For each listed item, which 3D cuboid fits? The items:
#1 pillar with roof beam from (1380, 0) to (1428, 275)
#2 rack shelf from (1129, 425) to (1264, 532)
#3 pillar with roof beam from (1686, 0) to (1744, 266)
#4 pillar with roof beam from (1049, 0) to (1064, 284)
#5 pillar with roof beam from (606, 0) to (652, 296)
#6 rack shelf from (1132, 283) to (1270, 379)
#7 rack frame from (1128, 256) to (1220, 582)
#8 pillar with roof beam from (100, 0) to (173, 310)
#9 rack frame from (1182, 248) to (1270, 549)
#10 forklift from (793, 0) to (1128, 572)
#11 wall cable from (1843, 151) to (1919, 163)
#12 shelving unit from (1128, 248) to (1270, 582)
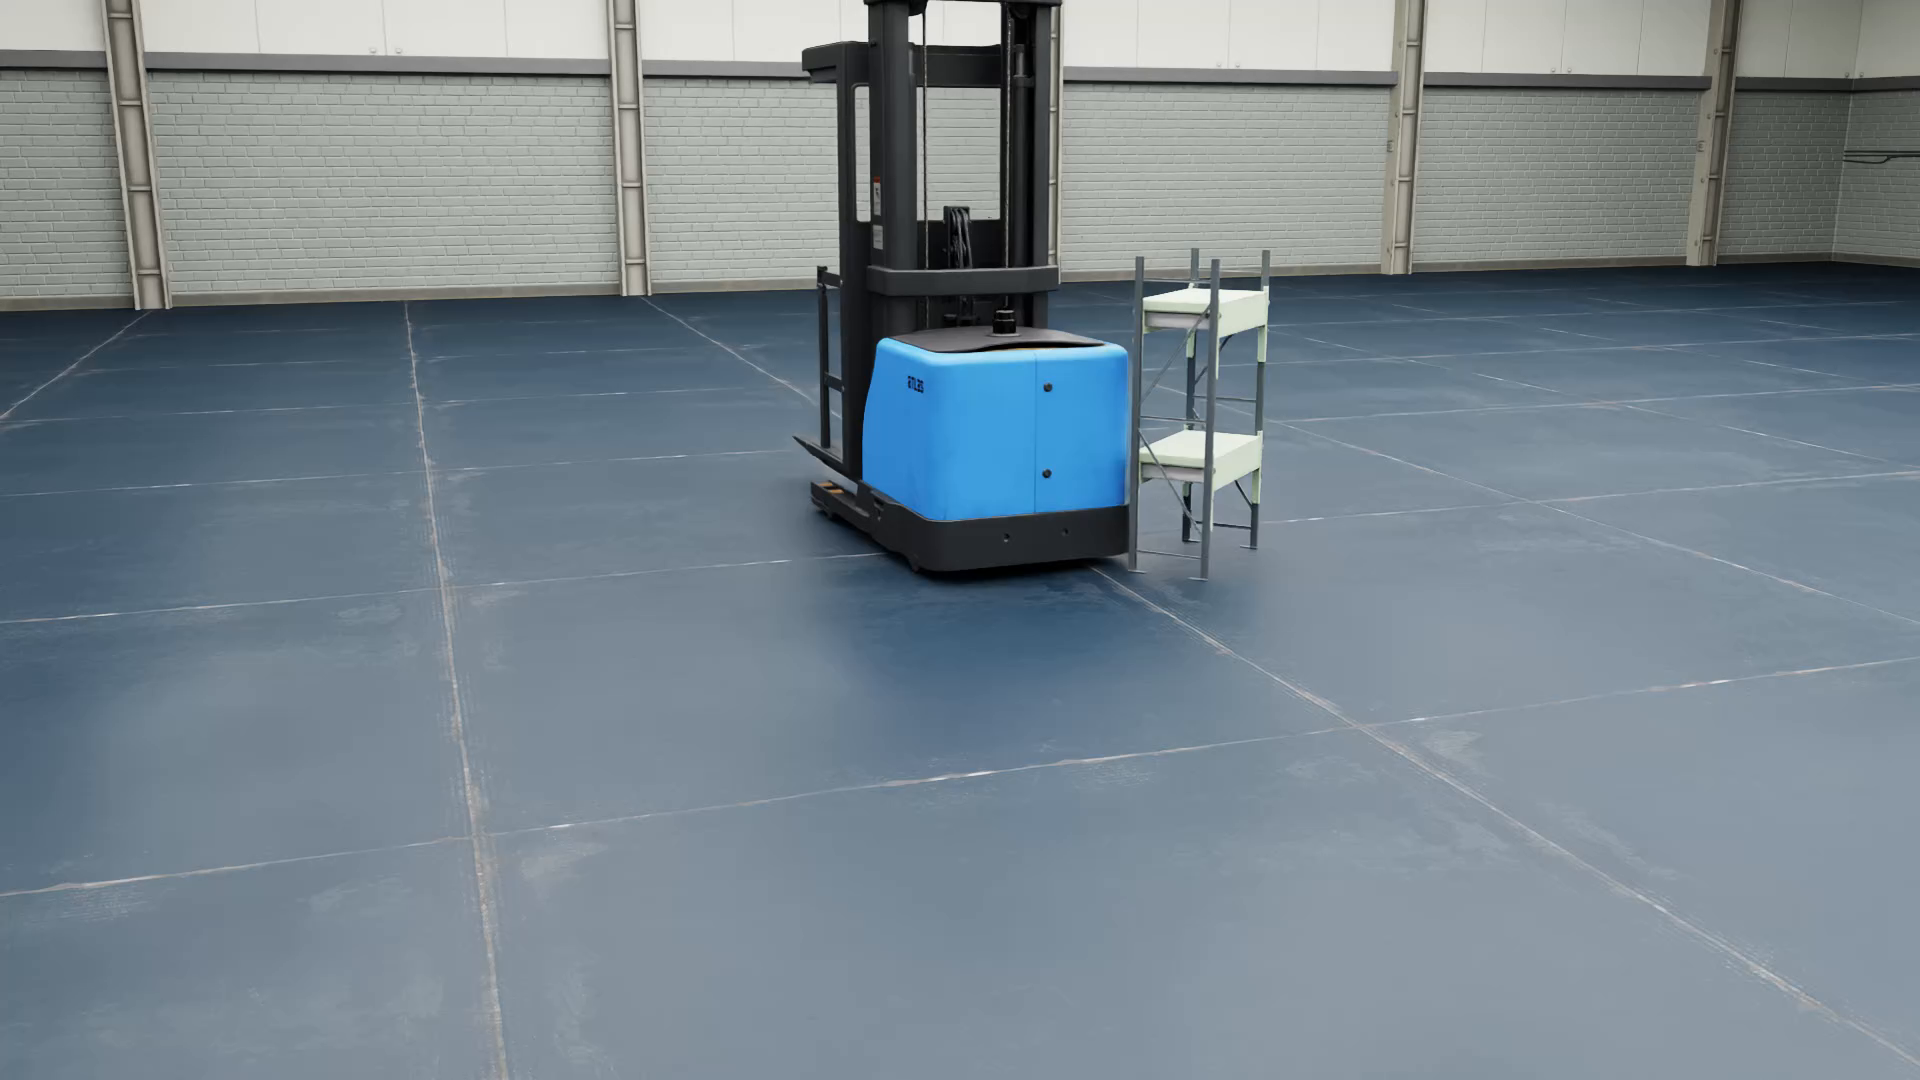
[{"bbox_3d":[8.307,-7.676,21.468,0.400,9.000,9.100,-4,14,-18],"label":"pillar with roof beam"},{"bbox_3d":[1.161,-0.313,8.128,0.431,0.370,0.720,7,15,27],"label":"rack shelf"},{"bbox_3d":[13.994,-8.119,23.330,0.400,9.000,9.100,-4,14,-18],"label":"pillar with roof beam"},{"bbox_3d":[2.621,-7.233,19.607,0.400,9.000,9.100,-4,14,-18],"label":"pillar with roof beam"},{"bbox_3d":[-3.066,-6.791,17.745,0.400,9.000,9.100,-4,14,-18],"label":"pillar with roof beam"},{"bbox_3d":[1.161,-1.010,7.962,0.431,0.370,0.720,7,15,27],"label":"rack shelf"},{"bbox_3d":[0.990,-0.556,7.738,0.400,1.500,0.023,7,15,27],"label":"rack frame"},{"bbox_3d":[-8.753,-6.348,15.883,0.400,9.000,9.100,-4,14,-18],"label":"pillar with roof beam"},{"bbox_3d":[1.332,-0.705,8.367,0.400,1.500,0.023,7,15,27],"label":"rack frame"},{"bbox_3d":[-0.188,-1.572,8.919,1.130,2.935,3.031,-5,14,-20],"label":"forklift"},{"bbox_3d":[15.835,-7.480,27.354,0.112,2.526,3.097,-4,14,-18],"label":"wall cable"},{"bbox_3d":[1.161,-0.630,8.052,0.431,1.500,0.755,7,15,27],"label":"shelving unit"}]
